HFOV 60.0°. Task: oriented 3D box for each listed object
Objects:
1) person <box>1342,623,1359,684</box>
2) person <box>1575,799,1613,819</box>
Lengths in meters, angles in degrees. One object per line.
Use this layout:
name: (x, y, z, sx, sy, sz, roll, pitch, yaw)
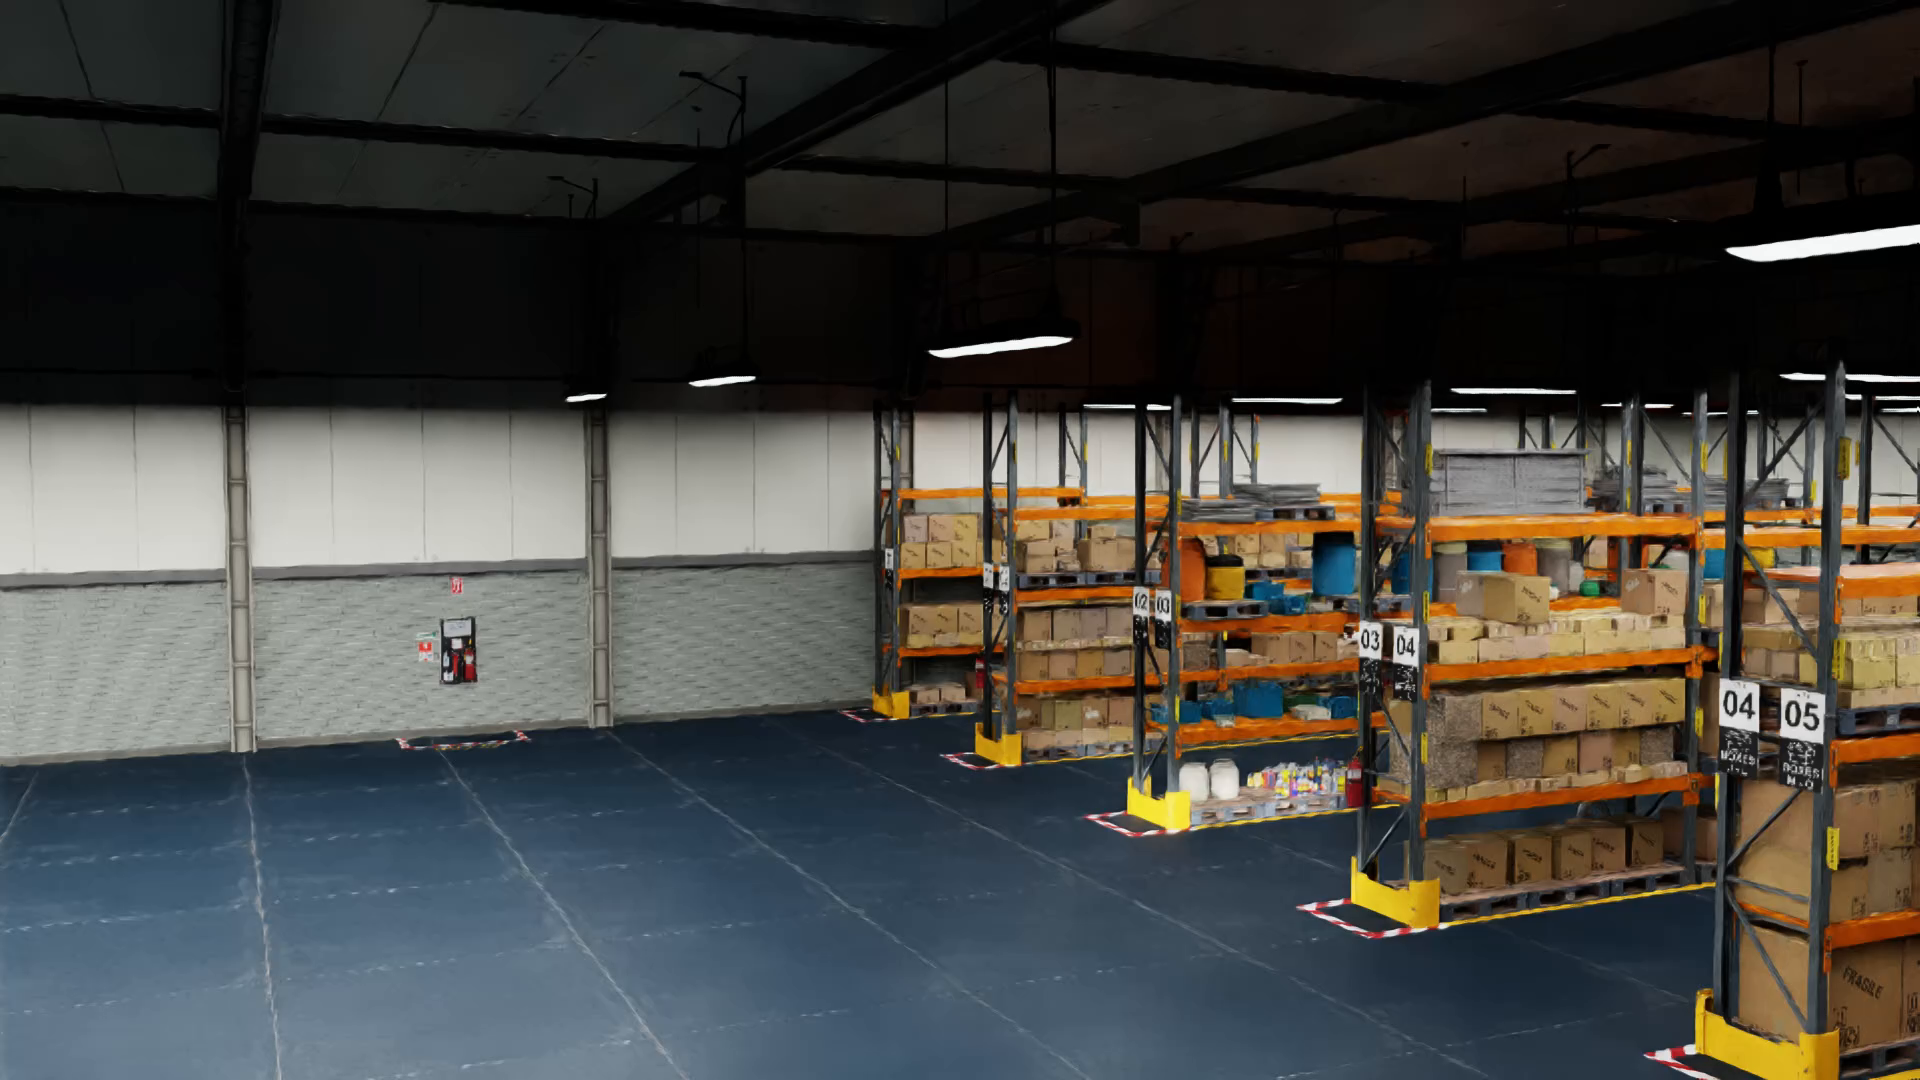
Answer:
person: (7.776, 2.404, 32.873, 0.578, 1.714, 0.719, -2, 4, -26)
person: (8.212, 3.037, 21.769, 1.115, 1.700, 0.543, -1, 4, -22)
